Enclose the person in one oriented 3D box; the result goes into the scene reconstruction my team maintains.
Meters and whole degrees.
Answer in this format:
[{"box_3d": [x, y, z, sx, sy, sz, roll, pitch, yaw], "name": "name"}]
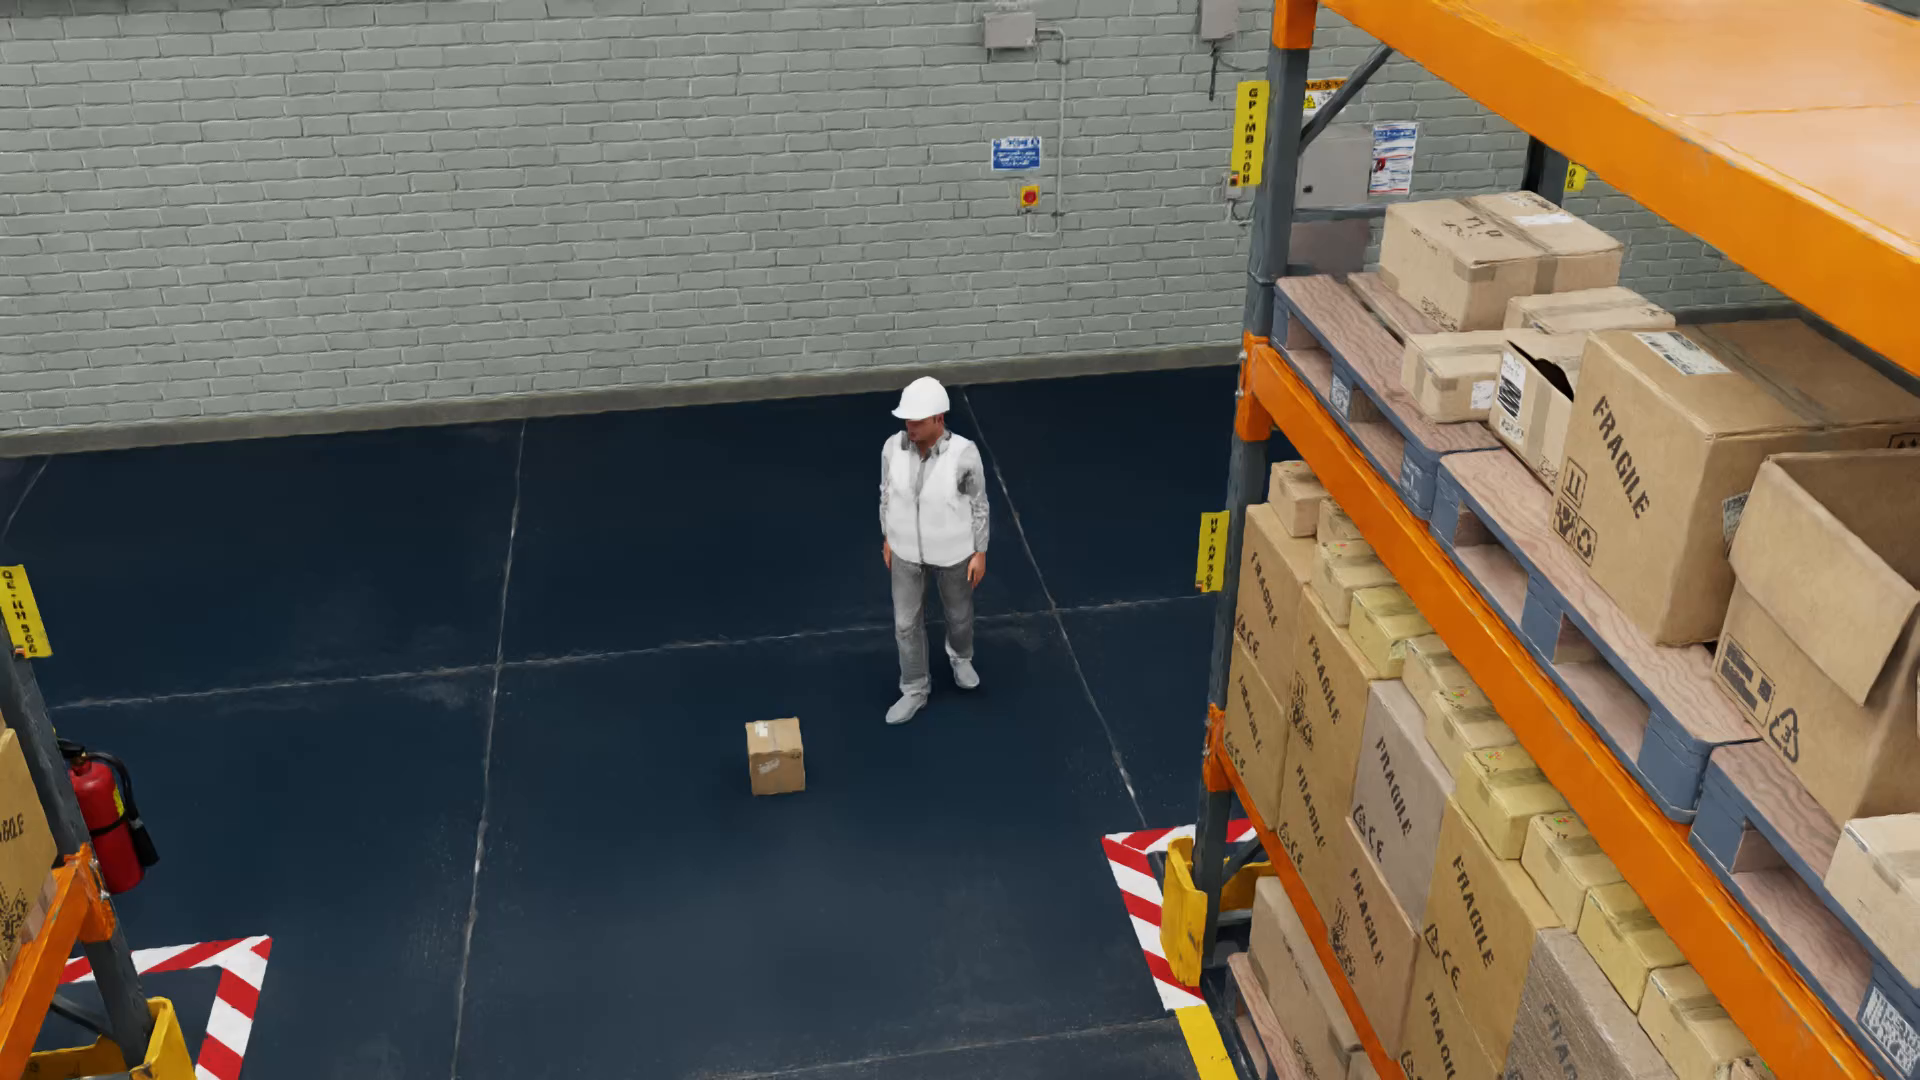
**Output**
[{"box_3d": [-0.132, 0.032, 8.053, 0.560, 1.776, 0.638, 8, 31, 14], "name": "person"}]
